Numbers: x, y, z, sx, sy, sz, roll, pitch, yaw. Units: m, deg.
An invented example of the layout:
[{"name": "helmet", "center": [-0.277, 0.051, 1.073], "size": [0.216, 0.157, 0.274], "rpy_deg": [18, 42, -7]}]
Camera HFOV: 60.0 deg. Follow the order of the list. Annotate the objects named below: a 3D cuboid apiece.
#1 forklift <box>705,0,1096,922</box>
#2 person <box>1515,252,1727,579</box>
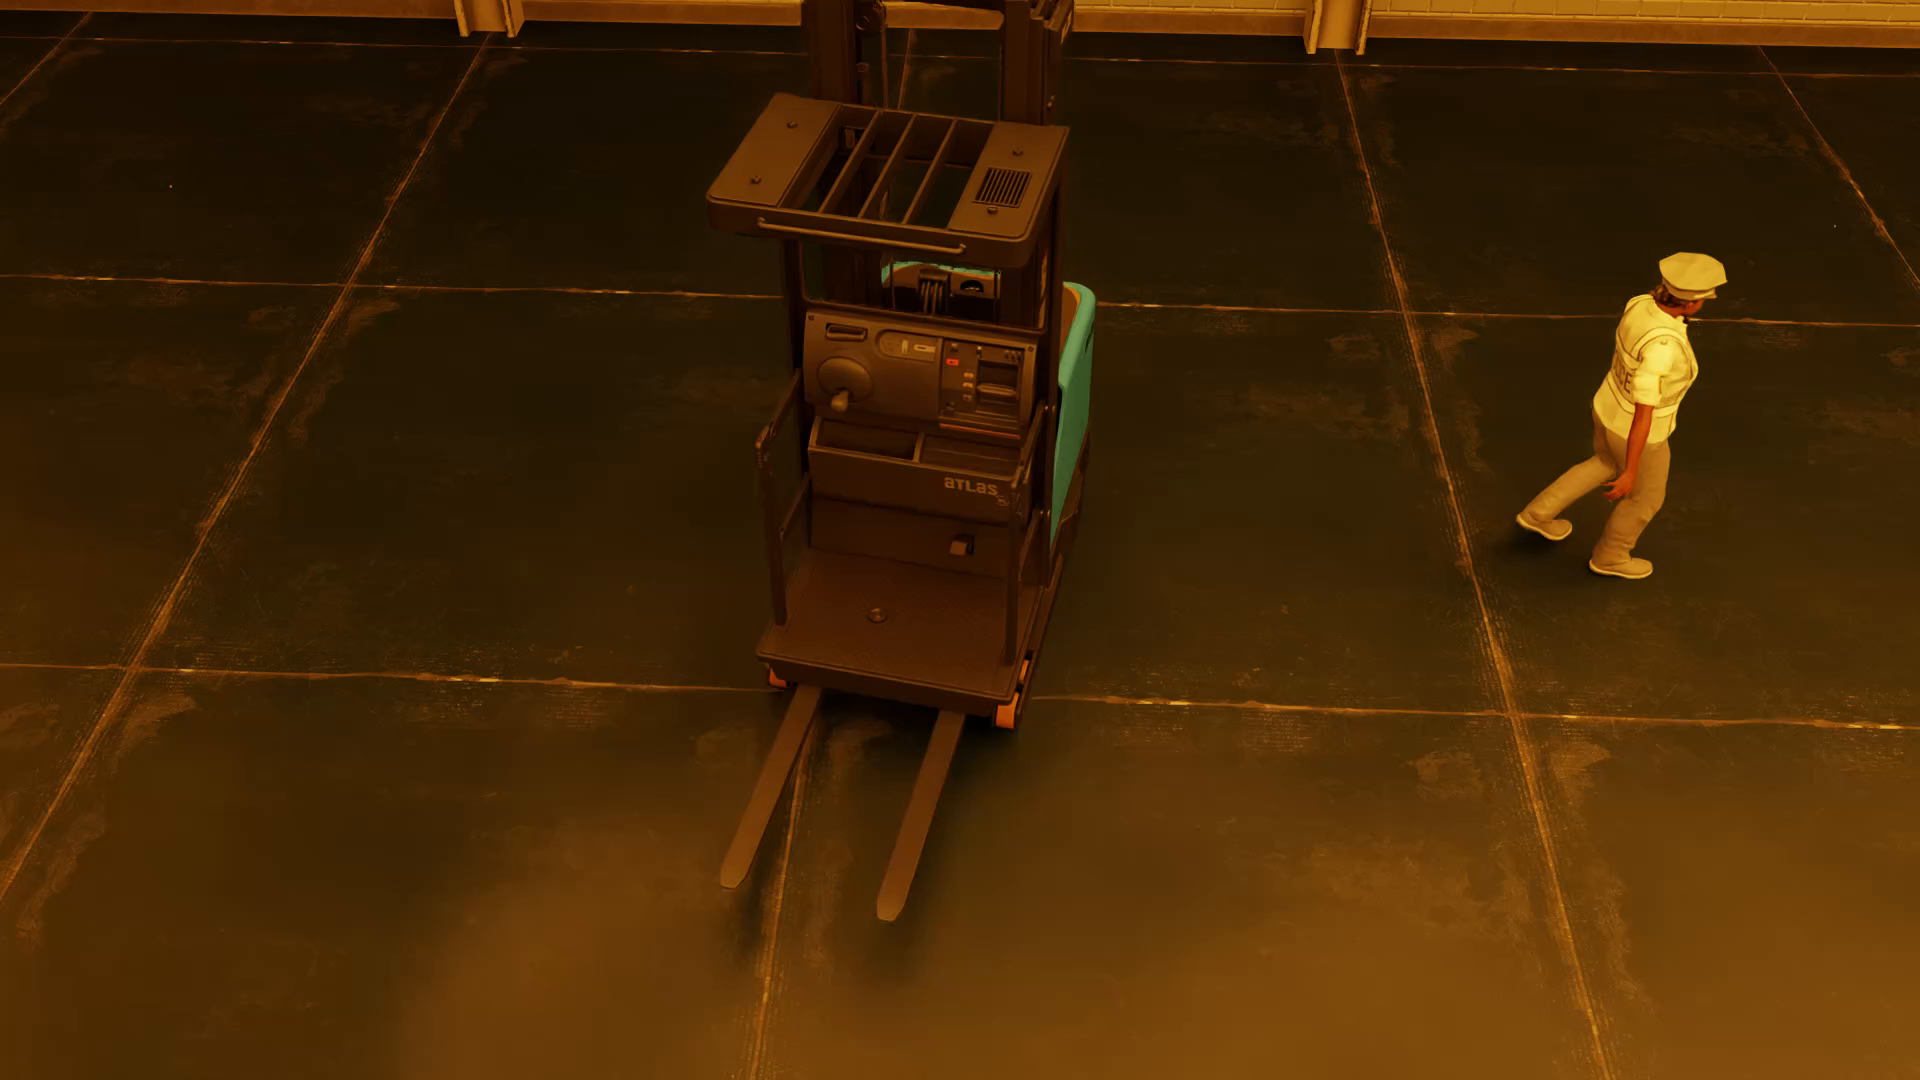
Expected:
[{"name": "forklift", "center": [-0.211, -0.570, 6.367], "size": [1.130, 2.935, 3.031], "rpy_deg": [9, 43, 10]}, {"name": "person", "center": [2.946, -0.501, 7.255], "size": [0.648, 1.646, 0.779], "rpy_deg": [-1, 42, -1]}]
